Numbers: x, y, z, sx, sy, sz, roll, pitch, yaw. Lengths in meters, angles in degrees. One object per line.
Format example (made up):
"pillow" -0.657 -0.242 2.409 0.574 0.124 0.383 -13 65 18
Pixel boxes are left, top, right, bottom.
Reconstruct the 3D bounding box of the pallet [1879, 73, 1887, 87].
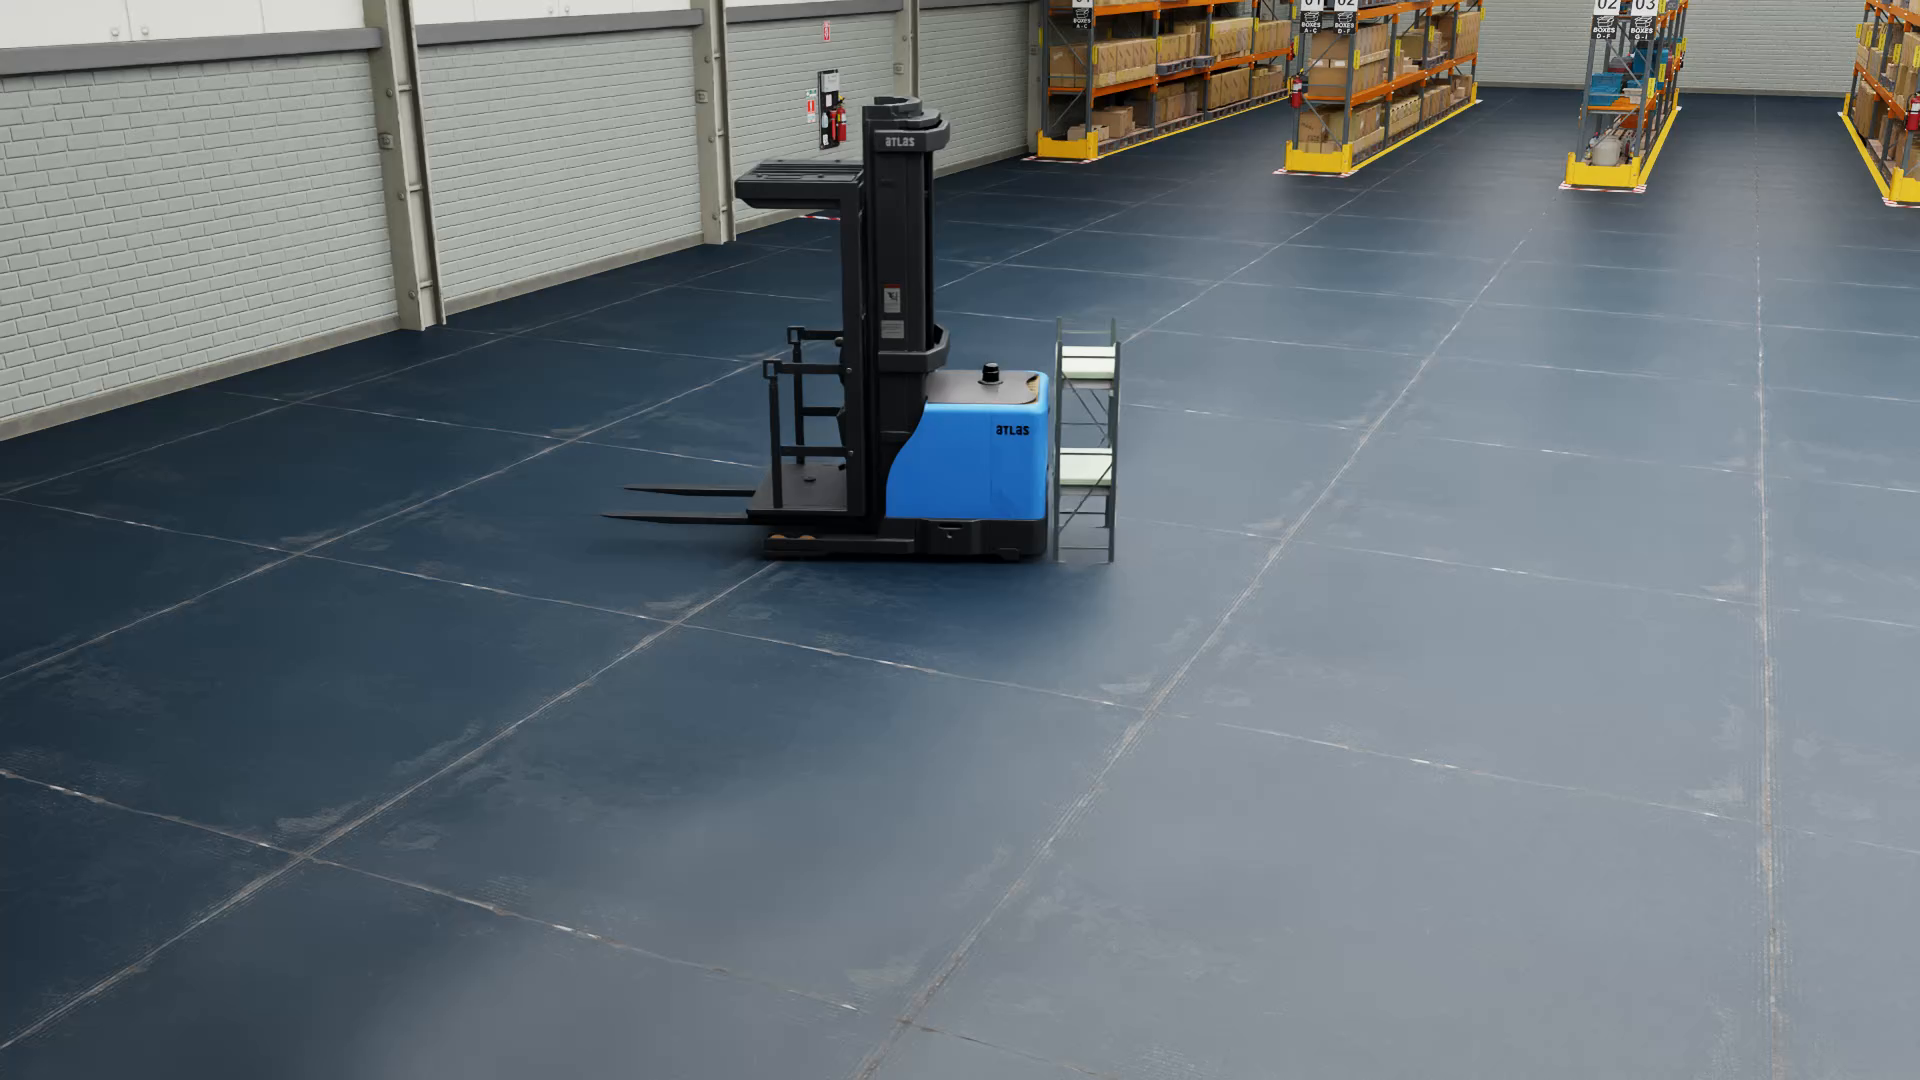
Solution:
"pallet" 18.705 -8.982 32.535 1.213 0.211 1.003 9 21 23

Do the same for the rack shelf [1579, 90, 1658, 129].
"rack shelf" 11.925 -7.812 30.031 1.077 0.370 4.000 9 21 23

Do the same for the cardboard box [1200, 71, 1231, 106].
"cardboard box" 6.129 -11.003 40.512 0.750 0.750 0.750 8 21 22

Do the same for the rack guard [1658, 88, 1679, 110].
"rack guard" 17.655 -11.262 42.389 1.175 0.500 0.348 9 21 23

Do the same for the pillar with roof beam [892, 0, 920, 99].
"pillar with roof beam" 3.035 -9.633 25.125 9.100 9.000 0.400 9 21 23

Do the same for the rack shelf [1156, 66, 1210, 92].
"rack shelf" 4.524 -10.394 37.292 1.077 0.370 4.000 9 21 23

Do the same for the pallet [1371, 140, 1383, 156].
"pallet" 7.862 -7.892 33.344 1.003 0.211 1.213 9 21 23

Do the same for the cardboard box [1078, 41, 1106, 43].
"cardboard box" 2.695 -9.829 33.705 0.500 0.500 0.500 9 21 23

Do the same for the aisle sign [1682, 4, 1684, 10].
"aisle sign" 17.954 -13.637 41.458 0.394 0.787 0.004 9 21 23

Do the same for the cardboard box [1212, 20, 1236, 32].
"cardboard box" 6.388 -12.472 40.320 0.500 0.250 0.500 8 21 22

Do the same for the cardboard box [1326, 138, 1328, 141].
"cardboard box" 6.732 -7.481 31.505 0.500 0.250 0.500 9 21 23

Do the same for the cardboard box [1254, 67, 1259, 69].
"cardboard box" 7.775 -12.565 44.460 0.380 0.149 0.250 9 21 23

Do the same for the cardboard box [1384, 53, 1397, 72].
"cardboard box" 8.771 -9.883 34.634 0.500 0.500 0.500 10 22 27

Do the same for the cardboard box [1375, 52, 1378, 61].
"cardboard box" 7.892 -9.372 32.228 0.380 0.149 0.250 8 21 22

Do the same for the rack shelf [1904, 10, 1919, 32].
"rack shelf" 16.443 -8.545 27.617 1.077 0.370 4.000 9 21 23

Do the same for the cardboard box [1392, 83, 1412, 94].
"cardboard box" 10.052 -10.384 38.146 0.500 0.250 0.500 9 22 25

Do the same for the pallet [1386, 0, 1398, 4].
"pallet" 7.900 -10.550 32.313 1.003 0.211 1.213 9 21 23

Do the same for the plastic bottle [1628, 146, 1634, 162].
"plastic bottle" 12.132 -6.972 30.013 0.097 0.271 0.097 0 20 0

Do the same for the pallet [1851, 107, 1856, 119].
"pallet" 21.920 -10.182 39.783 1.003 0.211 1.213 9 21 23

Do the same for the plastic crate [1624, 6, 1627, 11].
"plastic crate" 11.849 -9.630 29.911 0.336 0.188 0.450 9 21 23

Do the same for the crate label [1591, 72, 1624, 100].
"crate label" 11.612 -8.156 29.872 0.502 0.435 0.616 9 21 23

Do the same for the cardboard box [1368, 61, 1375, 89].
"cardboard box" 7.631 -9.038 32.258 0.700 0.500 0.500 9 21 24

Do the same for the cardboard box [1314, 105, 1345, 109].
"cardboard box" 7.138 -8.141 32.241 0.500 0.500 0.500 9 21 23

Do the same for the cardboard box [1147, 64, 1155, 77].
"cardboard box" 3.788 -9.874 34.950 0.500 0.250 0.500 9 21 23

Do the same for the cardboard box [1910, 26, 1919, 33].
"cardboard box" 17.715 -8.786 30.177 1.000 1.000 1.000 9 21 23

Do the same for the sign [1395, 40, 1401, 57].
"sign" 8.733 -9.812 33.173 0.100 0.325 0.005 9 21 23

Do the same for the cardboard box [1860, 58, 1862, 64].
"cardboard box" 21.101 -11.099 38.575 0.380 0.149 0.250 8 21 21

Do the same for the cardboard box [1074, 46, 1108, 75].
"cardboard box" 2.537 -9.295 32.204 0.500 0.500 0.500 9 21 23

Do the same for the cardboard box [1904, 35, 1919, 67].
"cardboard box" 16.437 -8.332 28.336 0.500 0.500 0.500 9 21 23

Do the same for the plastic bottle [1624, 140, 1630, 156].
"plastic bottle" 12.364 -7.261 30.806 0.061 0.283 0.133 9 21 23

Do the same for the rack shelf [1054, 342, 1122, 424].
"rack shelf" 0.837 -1.043 11.000 0.431 0.370 0.720 1 20 3

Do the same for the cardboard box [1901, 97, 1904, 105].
"cardboard box" 16.298 -7.479 28.397 0.380 0.149 0.250 9 21 23

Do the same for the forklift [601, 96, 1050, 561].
"forklift" -0.908 -1.419 11.085 3.031 2.935 1.130 1 20 3

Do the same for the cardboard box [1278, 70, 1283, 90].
"cardboard box" 8.424 -12.582 45.475 0.700 0.500 0.500 9 21 23

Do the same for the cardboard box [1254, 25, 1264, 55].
"cardboard box" 7.218 -12.872 42.738 0.980 0.700 0.700 9 21 24

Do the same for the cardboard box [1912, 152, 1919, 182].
"cardboard box" 15.895 -6.068 27.159 0.500 0.500 0.500 13 23 33

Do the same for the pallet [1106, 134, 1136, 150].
"pallet" 2.964 -8.223 34.276 1.003 0.211 1.213 9 21 23

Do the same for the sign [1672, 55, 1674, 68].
"sign" 14.886 -9.988 34.834 0.100 0.325 0.005 9 21 23

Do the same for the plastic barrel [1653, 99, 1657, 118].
"plastic barrel" 15.491 -10.036 37.718 0.600 0.901 0.708 9 21 23

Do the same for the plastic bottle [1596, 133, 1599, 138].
"plastic bottle" 12.034 -7.531 31.466 0.144 0.351 0.185 9 22 24

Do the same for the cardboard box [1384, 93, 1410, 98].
"cardboard box" 10.033 -10.013 38.222 0.500 0.500 0.500 9 22 25

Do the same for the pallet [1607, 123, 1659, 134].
"pallet" 14.666 -8.918 36.229 1.003 0.211 1.213 9 21 23

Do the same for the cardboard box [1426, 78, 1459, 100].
"cardboard box" 12.267 -11.494 42.382 0.797 0.503 0.637 9 21 23

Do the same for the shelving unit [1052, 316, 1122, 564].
"shelving unit" 0.837 -0.676 11.130 0.431 1.500 0.755 1 20 3

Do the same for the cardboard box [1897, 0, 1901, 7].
"cardboard box" 18.063 -10.224 31.487 0.500 0.250 0.500 9 21 24

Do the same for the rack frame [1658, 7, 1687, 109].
"rack frame" 17.657 -12.430 41.944 1.000 3.000 0.127 9 21 23

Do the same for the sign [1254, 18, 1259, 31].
"sign" 7.480 -13.004 41.947 0.100 0.325 0.005 9 21 23

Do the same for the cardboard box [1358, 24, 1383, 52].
"cardboard box" 7.844 -9.810 32.491 0.700 0.500 0.500 8 21 23

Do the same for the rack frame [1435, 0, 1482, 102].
"rack frame" 13.140 -13.111 43.859 1.000 3.000 0.127 9 21 23

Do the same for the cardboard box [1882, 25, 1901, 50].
"cardboard box" 19.992 -10.643 35.273 0.797 0.503 0.637 9 21 23

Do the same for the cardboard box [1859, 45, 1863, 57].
"cardboard box" 21.317 -11.397 38.820 0.500 0.250 0.500 8 21 21

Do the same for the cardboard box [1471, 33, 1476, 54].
"cardboard box" 12.996 -12.825 42.905 0.500 0.500 0.500 9 21 23

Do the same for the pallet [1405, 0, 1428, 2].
"pallet" 9.212 -11.428 34.931 1.003 0.211 1.213 10 22 25

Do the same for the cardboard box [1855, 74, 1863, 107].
"cardboard box" 21.987 -10.741 39.738 0.875 0.875 0.875 9 21 23

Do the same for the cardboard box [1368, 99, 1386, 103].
"cardboard box" 8.963 -9.395 36.049 0.500 0.311 0.500 8 21 21

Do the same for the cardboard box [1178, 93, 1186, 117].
"cardboard box" 4.779 -10.005 38.198 0.700 0.500 0.500 9 21 23
